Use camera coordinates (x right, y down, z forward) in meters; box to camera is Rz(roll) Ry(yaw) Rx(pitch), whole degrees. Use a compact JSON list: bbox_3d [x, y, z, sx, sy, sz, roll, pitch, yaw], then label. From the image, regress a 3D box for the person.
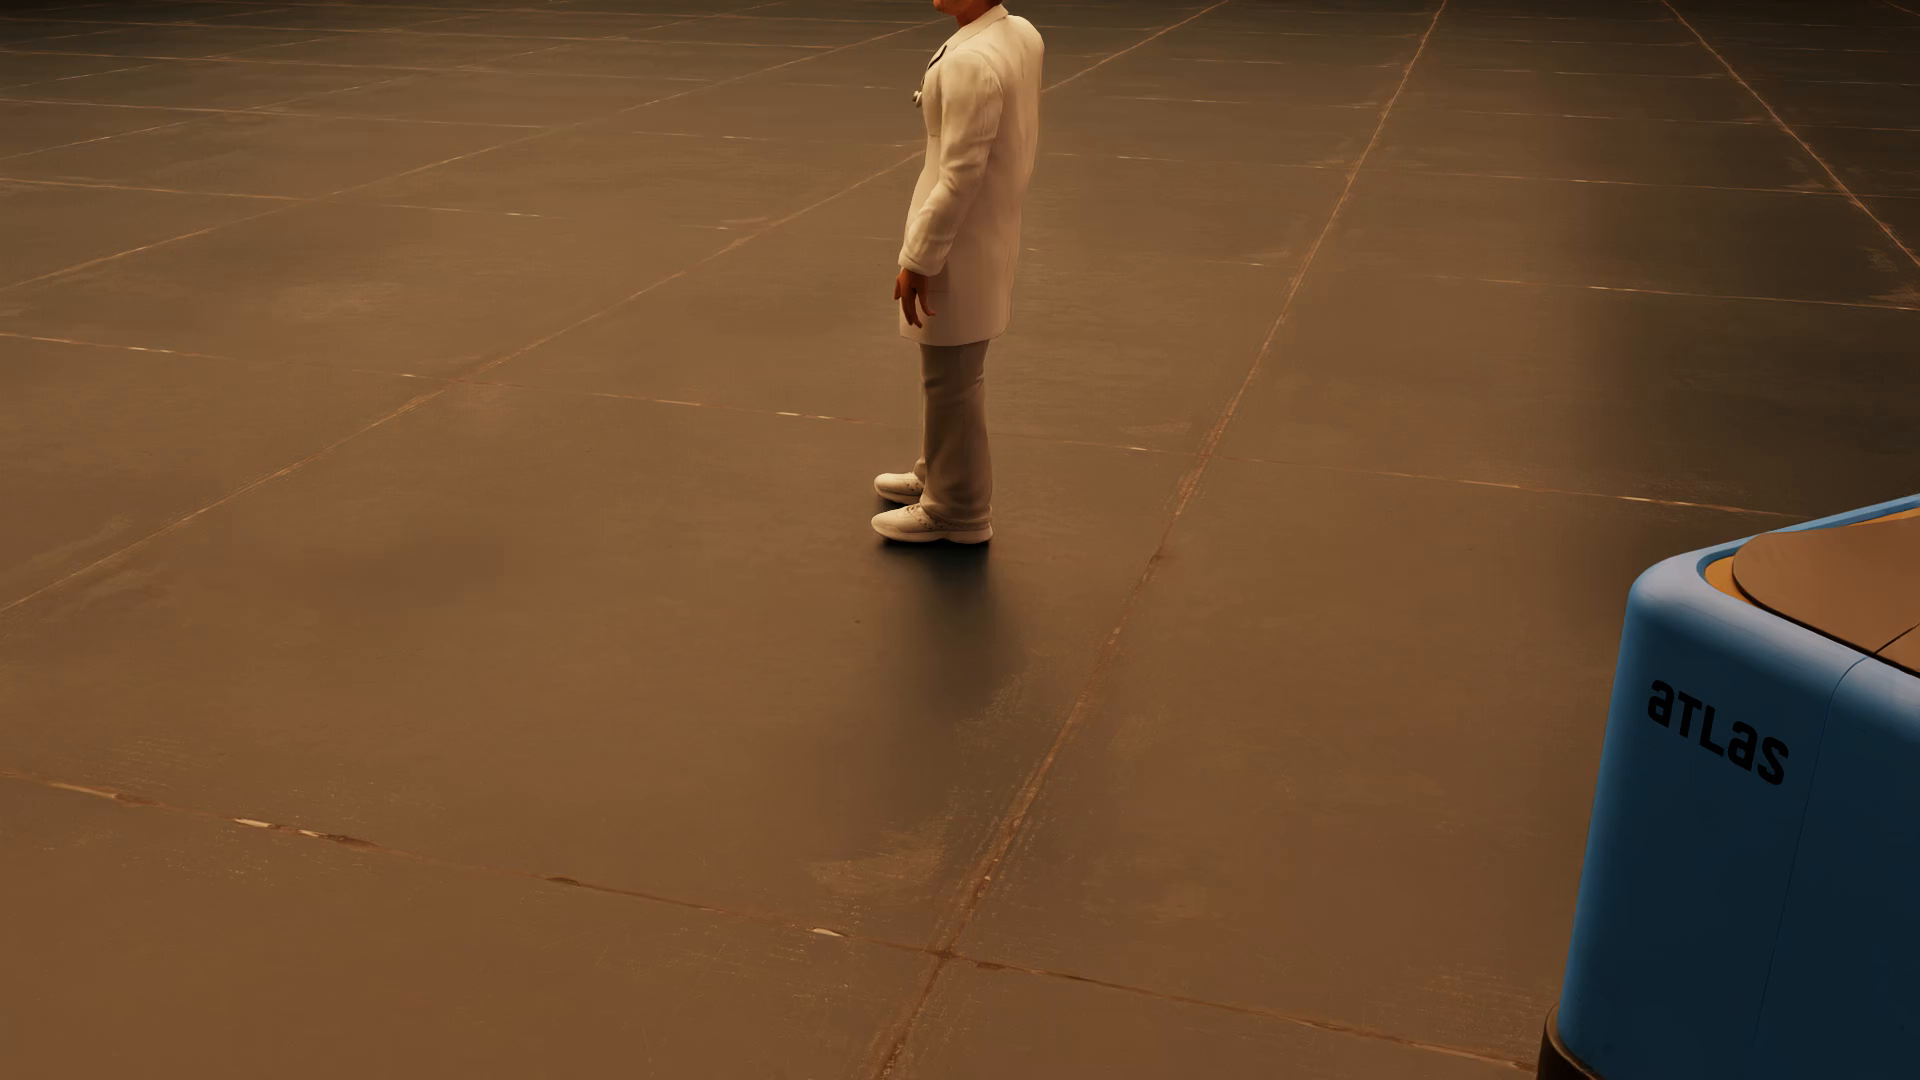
[{"bbox_3d":[-0.085,-0.840,4.808,0.581,1.775,0.696,7,23,16],"label":"person"}]
